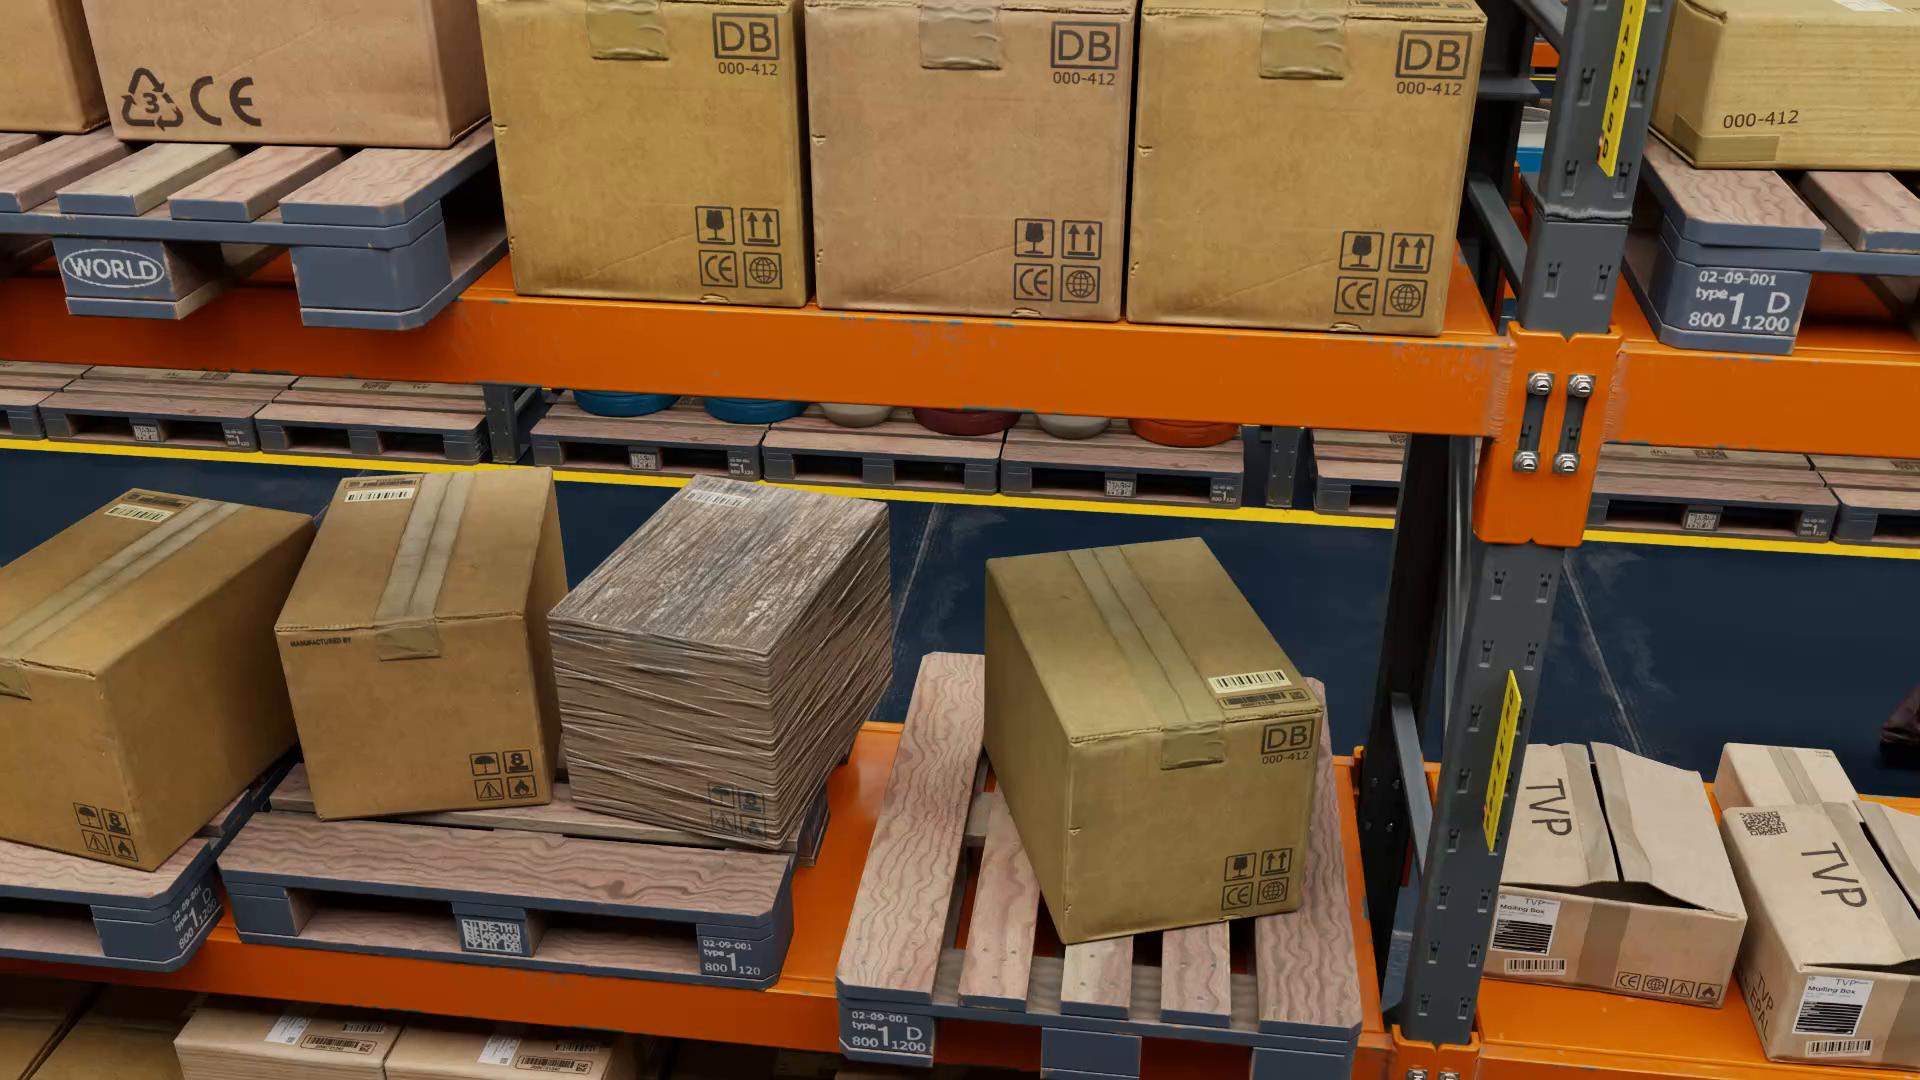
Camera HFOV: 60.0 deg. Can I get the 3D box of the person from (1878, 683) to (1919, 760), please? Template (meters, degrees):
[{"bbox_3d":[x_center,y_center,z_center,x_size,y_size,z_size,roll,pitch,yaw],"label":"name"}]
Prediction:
[{"bbox_3d":[3.951,0.160,5.823,0.969,1.671,0.543,7,29,13],"label":"person"}]
